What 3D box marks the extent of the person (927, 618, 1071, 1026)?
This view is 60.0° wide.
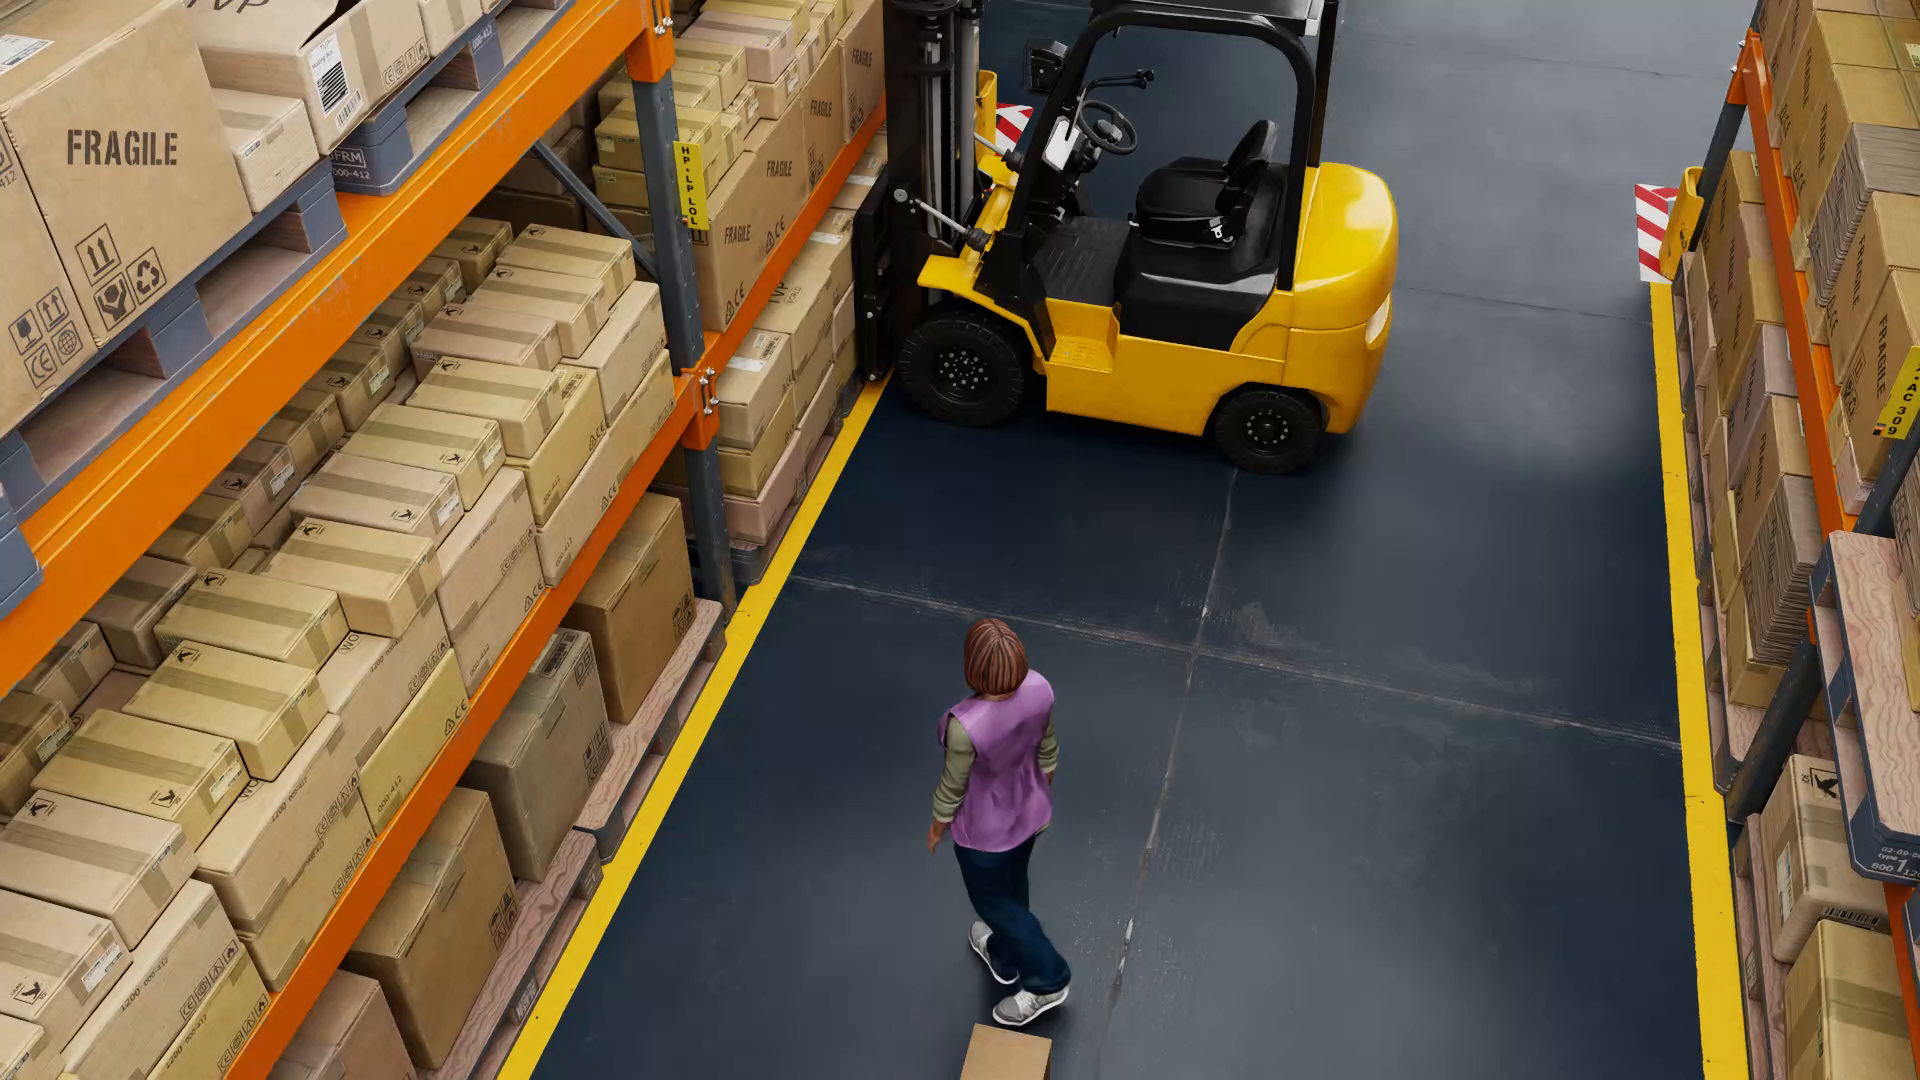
[{"bbox_3d":[0.157,0.893,5.147,0.418,1.595,0.475,-32,51,-31],"label":"person"}]
